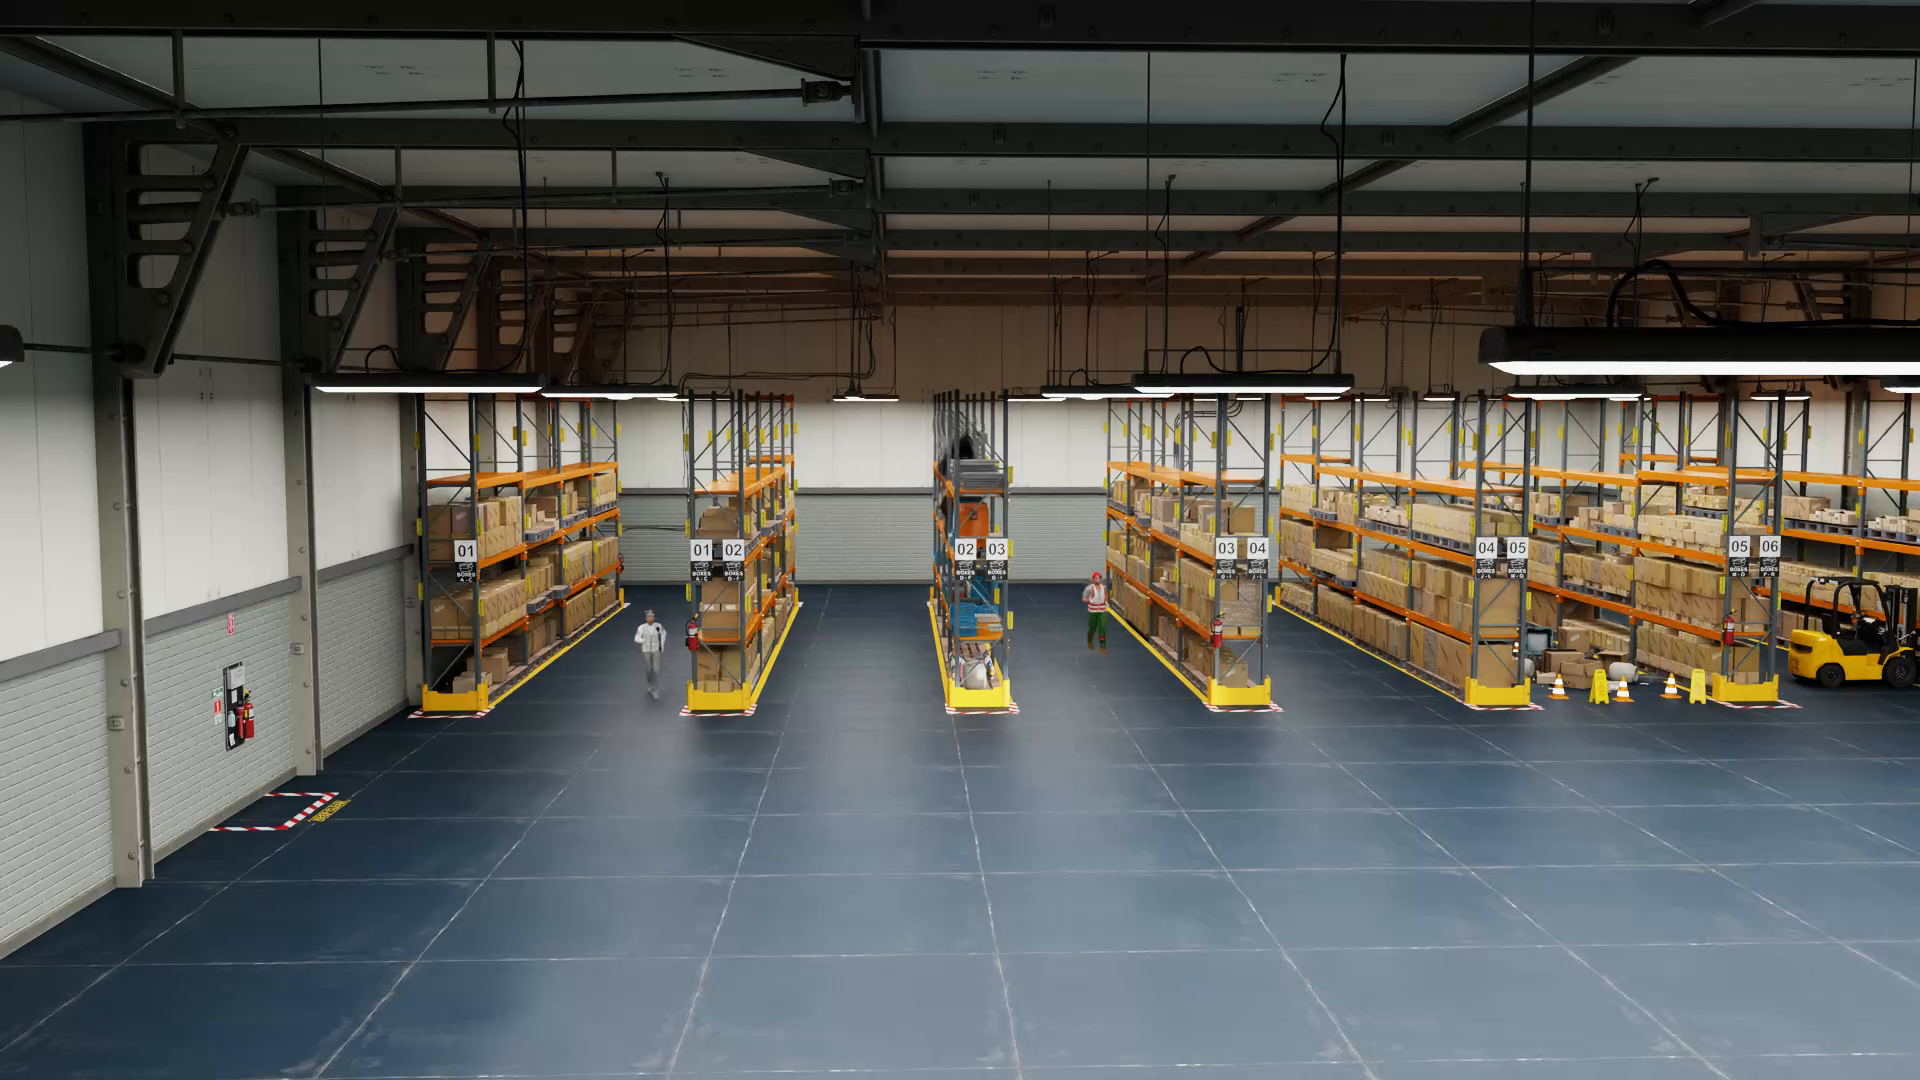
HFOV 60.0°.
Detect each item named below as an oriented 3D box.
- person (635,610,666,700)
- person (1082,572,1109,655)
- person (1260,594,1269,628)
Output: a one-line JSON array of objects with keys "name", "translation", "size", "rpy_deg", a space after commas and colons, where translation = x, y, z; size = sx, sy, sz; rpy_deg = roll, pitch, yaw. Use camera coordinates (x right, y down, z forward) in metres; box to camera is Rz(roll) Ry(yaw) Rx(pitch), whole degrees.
[{"name": "person", "translation": [-6.055, 2.219, 32.551], "size": [0.598, 1.743, 0.780], "rpy_deg": [-1, 5, -7]}, {"name": "person", "translation": [3.012, 1.588, 36.652], "size": [0.657, 1.776, 0.968], "rpy_deg": [-1, 5, -14]}, {"name": "person", "translation": [7.387, 1.481, 41.355], "size": [0.712, 1.764, 0.918], "rpy_deg": [-1, 5, -15]}]
